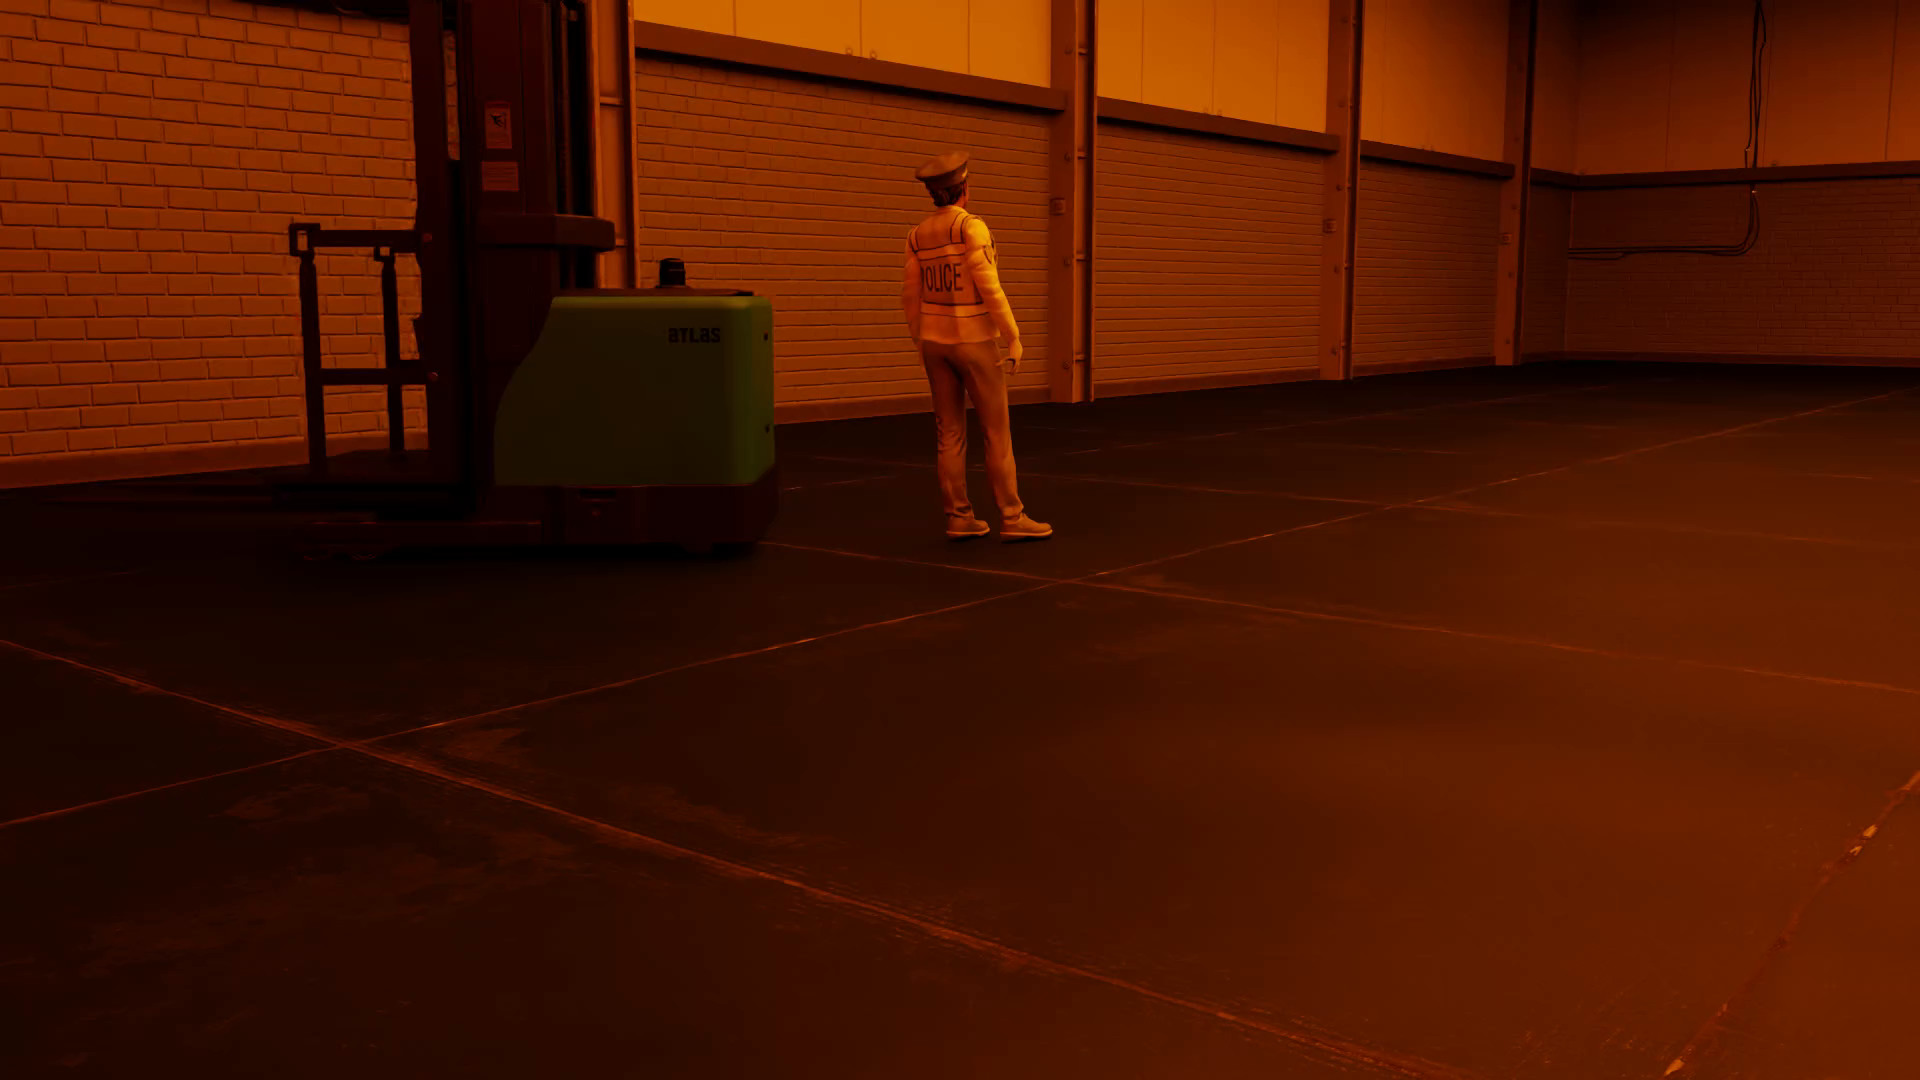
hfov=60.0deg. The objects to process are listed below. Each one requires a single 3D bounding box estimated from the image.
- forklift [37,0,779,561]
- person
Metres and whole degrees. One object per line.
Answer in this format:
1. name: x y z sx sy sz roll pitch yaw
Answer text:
1. forklift: -2.357 -1.440 7.122 3.031 2.935 1.130 0 8 -1
2. person: 0.049 -0.853 7.331 0.587 1.694 0.529 7 11 38
